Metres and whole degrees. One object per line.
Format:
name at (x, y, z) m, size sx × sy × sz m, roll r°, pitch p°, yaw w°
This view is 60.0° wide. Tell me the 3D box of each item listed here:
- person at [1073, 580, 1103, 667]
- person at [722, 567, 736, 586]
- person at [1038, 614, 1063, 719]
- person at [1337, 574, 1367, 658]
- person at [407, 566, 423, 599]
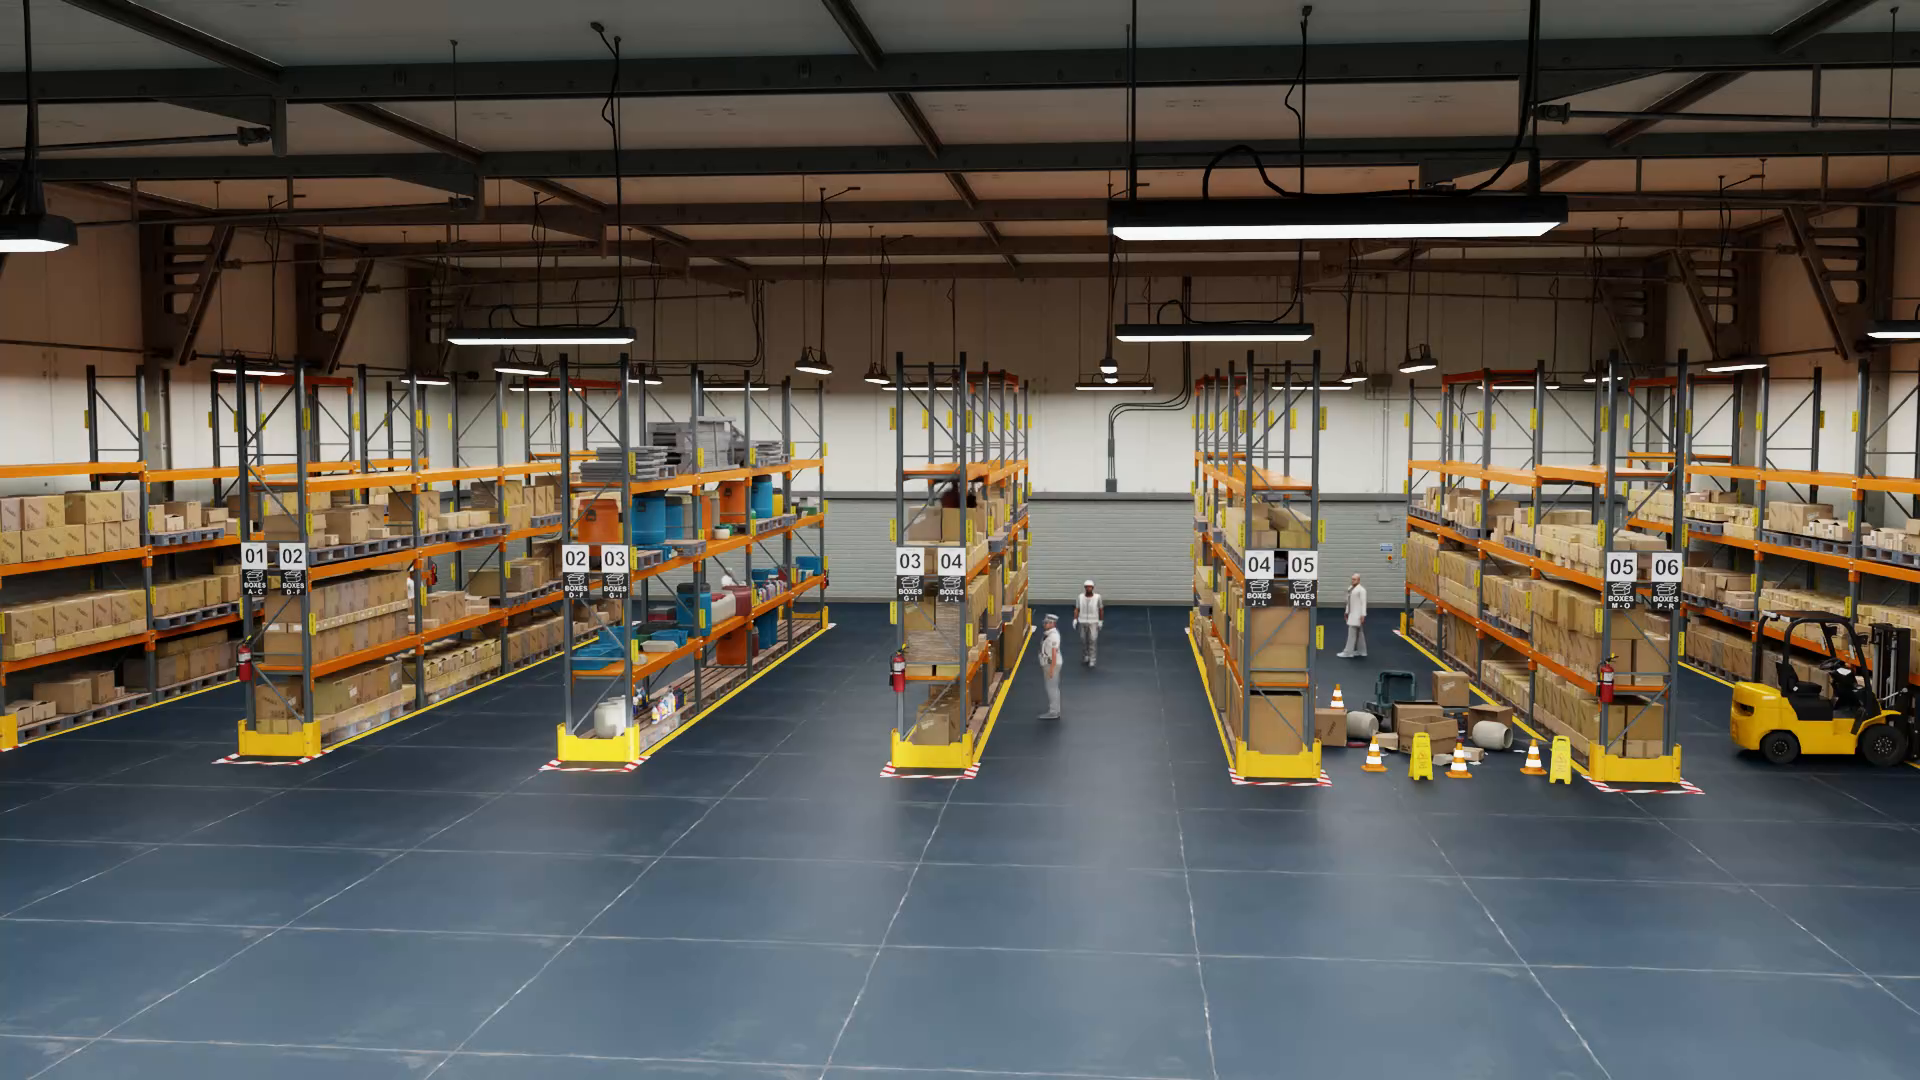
person at (2.622, 1.690, 34.025) m, size 0.595 × 1.734 × 0.993 m, roll 1°, pitch 4°, yaw 10°
person at (-5.313, 1.440, 38.323) m, size 0.419 × 1.674 × 0.567 m, roll 1°, pitch 4°, yaw 9°
person at (1.518, 2.124, 28.043) m, size 0.406 × 1.777 × 0.623 m, roll 0°, pitch 4°, yaw -2°
person at (8.352, 1.602, 35.447) m, size 0.690 × 1.768 × 0.613 m, roll 0°, pitch 4°, yaw 3°
person at (-12.271, 1.458, 37.388) m, size 0.374 × 1.775 × 0.591 m, roll 1°, pitch 4°, yaw 15°
